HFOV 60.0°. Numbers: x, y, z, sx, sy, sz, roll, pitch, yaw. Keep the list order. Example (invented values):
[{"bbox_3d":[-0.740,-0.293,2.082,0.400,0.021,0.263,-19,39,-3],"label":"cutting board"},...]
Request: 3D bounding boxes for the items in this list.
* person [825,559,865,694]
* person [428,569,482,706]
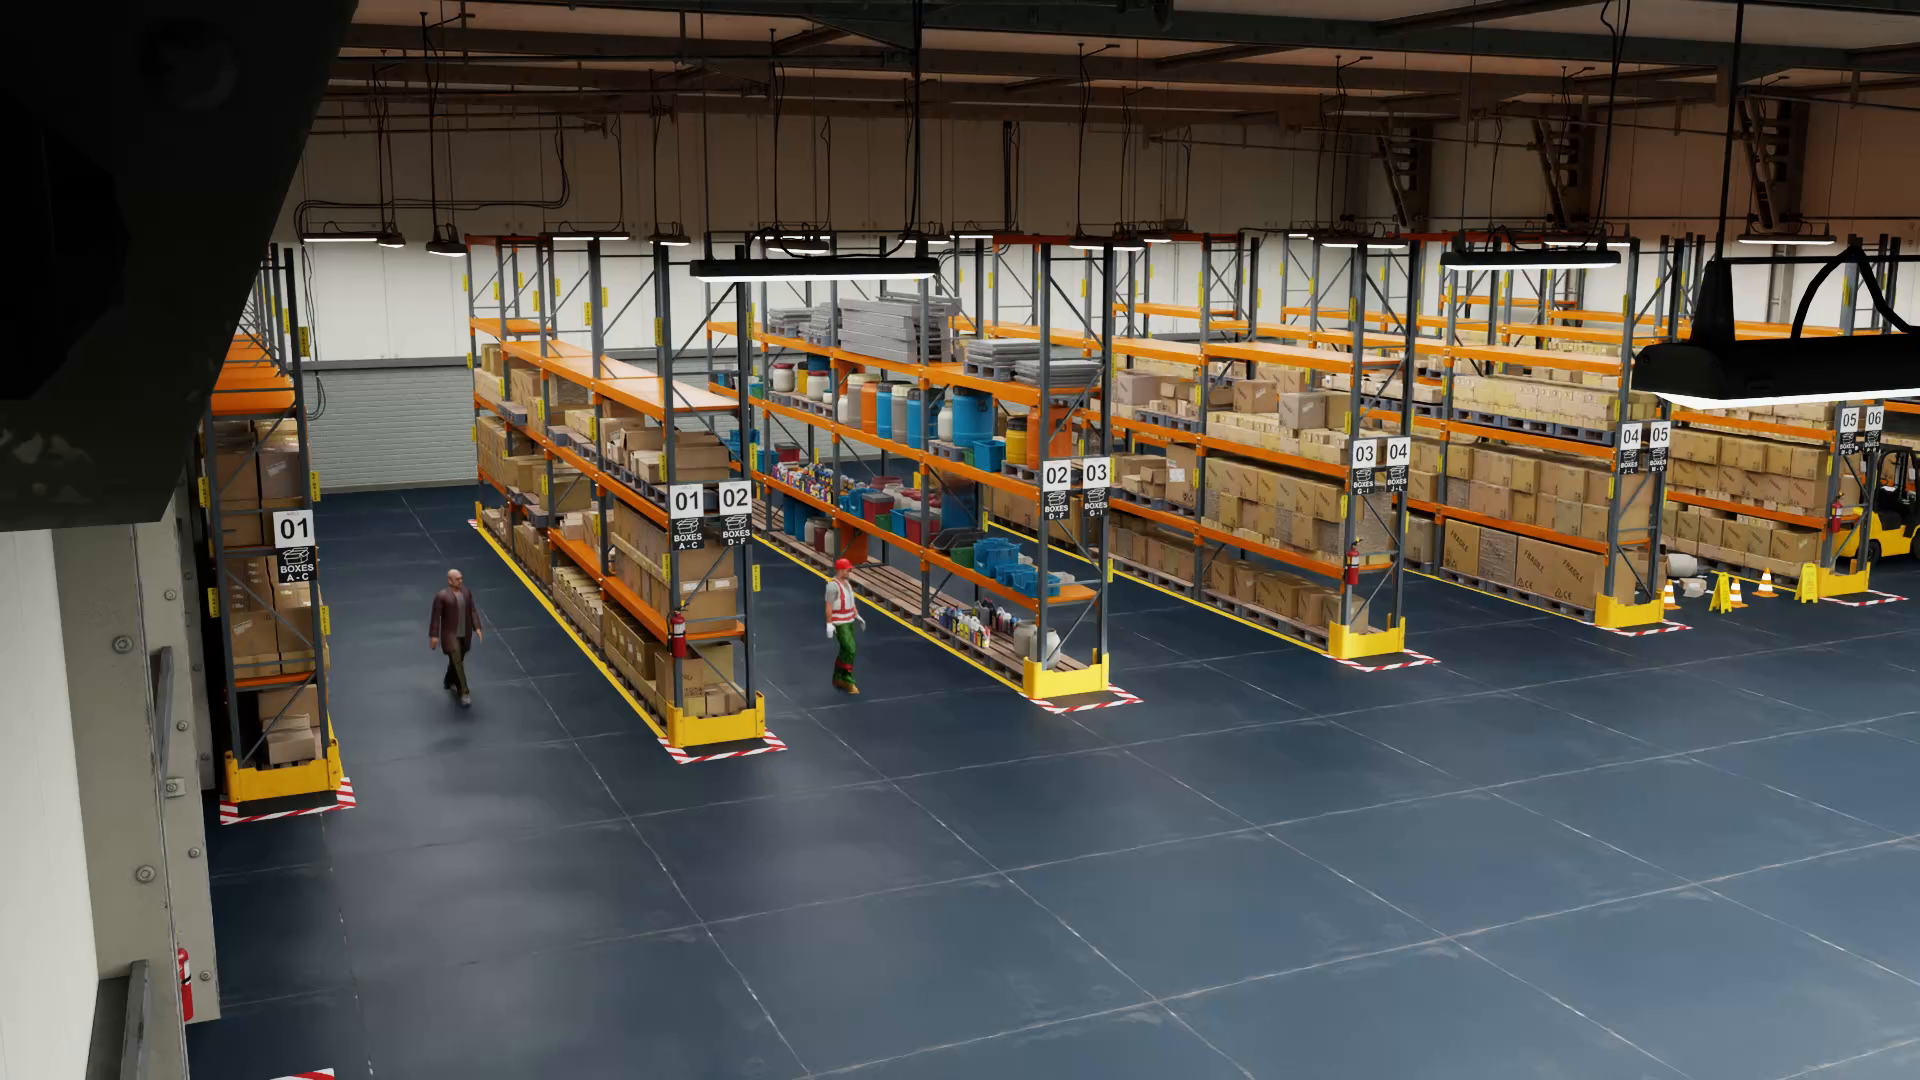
[{"bbox_3d":[-1.538,1.171,22.527,0.509,1.843,0.570,4,12,21],"label":"person"},{"bbox_3d":[-6.638,1.251,21.972,1.039,1.733,0.672,10,15,42],"label":"person"}]
